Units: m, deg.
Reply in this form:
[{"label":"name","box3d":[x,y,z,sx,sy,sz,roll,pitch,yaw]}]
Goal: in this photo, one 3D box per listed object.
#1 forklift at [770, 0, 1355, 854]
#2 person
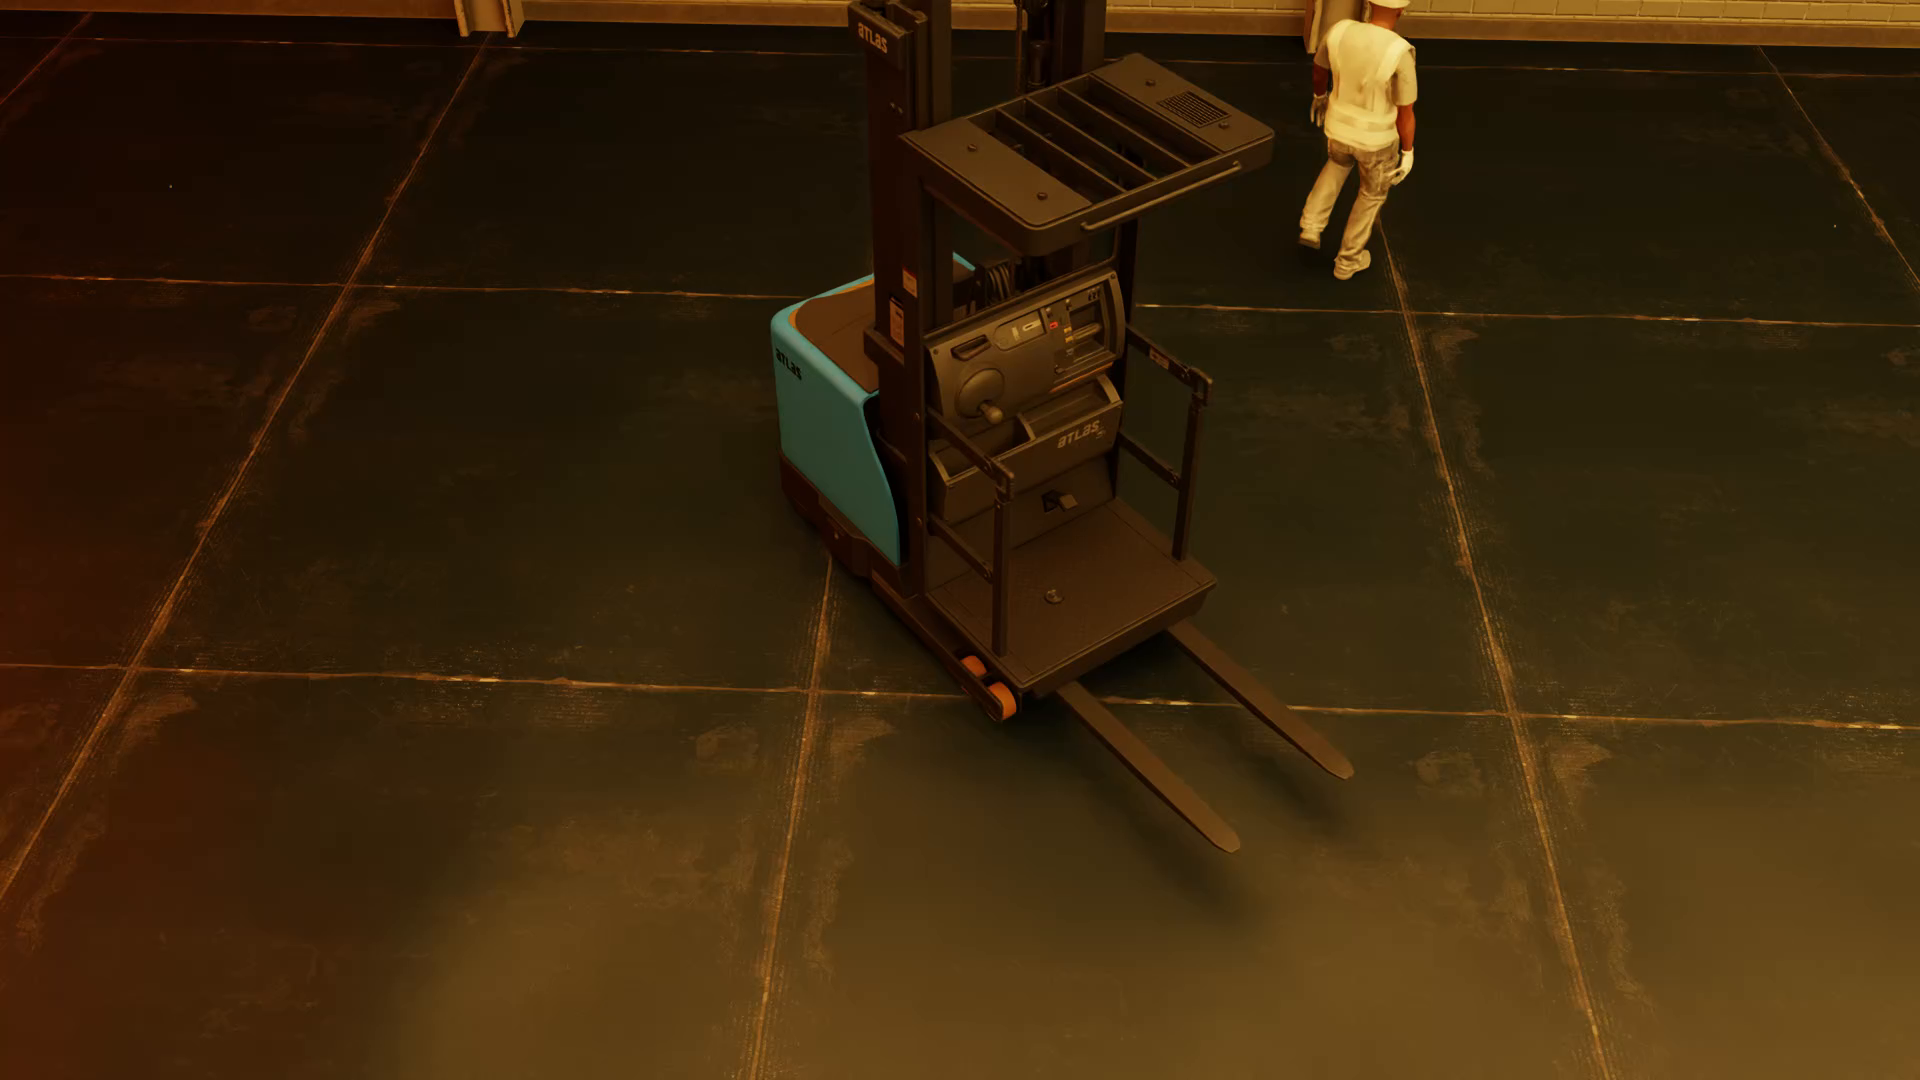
[{"label":"forklift","box3d":[0.405,-0.690,6.498,1.130,2.935,3.031,-26,48,-26]},{"label":"person","box3d":[2.212,-2.262,9.087,0.731,1.764,0.467,31,51,29]}]
